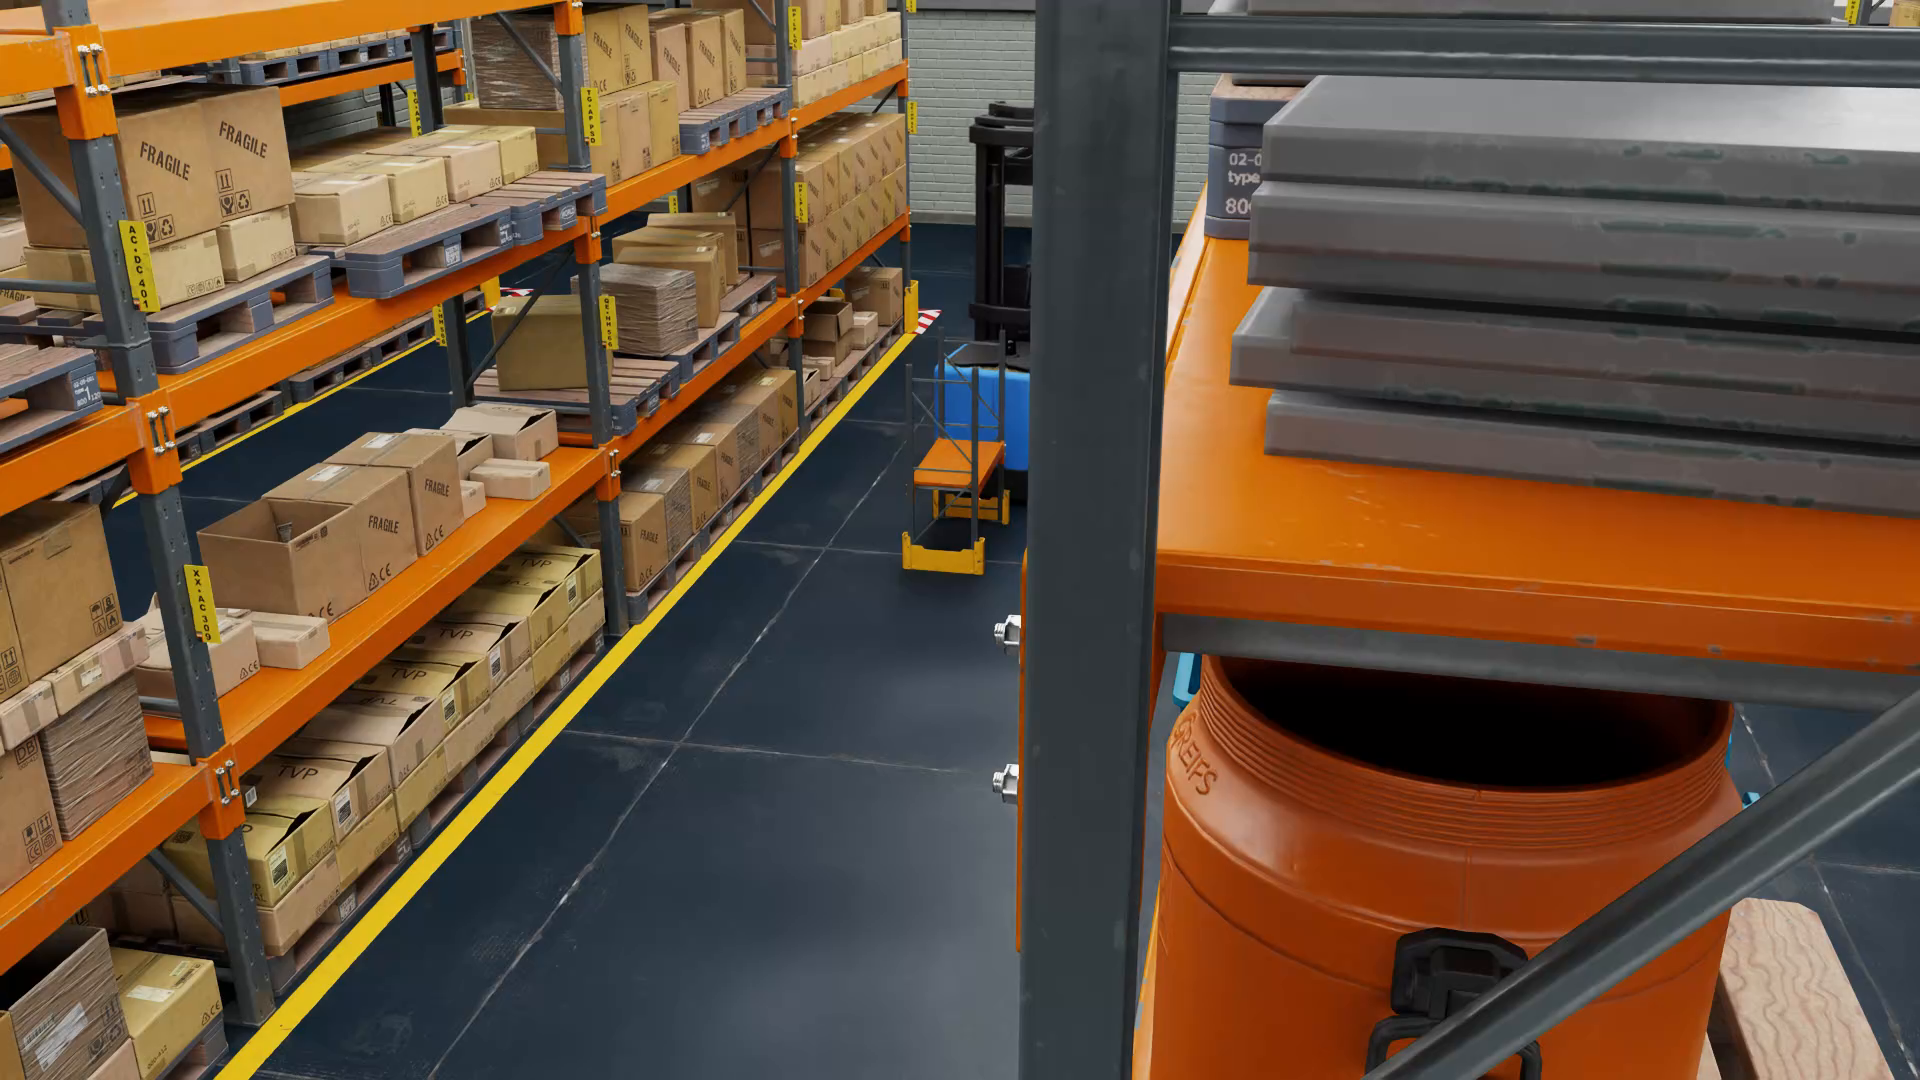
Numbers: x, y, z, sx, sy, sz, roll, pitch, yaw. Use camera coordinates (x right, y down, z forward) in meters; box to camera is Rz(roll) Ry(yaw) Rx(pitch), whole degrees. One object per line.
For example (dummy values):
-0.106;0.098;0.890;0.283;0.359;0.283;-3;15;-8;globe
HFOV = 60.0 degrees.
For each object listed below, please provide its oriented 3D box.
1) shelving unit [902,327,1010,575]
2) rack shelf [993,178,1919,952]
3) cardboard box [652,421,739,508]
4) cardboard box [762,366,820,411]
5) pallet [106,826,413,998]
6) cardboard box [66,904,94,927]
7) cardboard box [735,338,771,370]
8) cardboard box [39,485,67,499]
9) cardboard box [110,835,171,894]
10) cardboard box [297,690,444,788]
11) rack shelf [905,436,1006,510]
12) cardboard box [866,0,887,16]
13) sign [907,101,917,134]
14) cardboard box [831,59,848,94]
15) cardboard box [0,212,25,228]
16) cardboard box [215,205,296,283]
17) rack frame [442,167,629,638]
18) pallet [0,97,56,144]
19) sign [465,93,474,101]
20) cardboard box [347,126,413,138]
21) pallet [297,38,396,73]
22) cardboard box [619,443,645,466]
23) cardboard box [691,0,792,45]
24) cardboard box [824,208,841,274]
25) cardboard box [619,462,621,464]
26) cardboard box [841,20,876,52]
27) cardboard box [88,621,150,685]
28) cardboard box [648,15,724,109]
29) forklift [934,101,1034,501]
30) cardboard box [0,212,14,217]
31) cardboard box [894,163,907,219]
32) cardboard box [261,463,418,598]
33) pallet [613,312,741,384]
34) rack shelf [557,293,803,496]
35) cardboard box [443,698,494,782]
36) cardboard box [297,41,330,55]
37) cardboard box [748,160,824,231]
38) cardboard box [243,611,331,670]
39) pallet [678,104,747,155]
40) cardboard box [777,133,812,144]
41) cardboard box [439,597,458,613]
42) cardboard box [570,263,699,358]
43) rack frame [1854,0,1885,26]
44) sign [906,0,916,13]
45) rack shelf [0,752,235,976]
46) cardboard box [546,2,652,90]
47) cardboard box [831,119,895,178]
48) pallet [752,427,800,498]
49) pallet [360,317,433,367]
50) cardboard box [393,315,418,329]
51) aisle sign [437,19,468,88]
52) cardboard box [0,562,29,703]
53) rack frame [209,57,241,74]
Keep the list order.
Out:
-0.016;-0.668;12.004;0.587;1.500;1.083;4;22;11;shelving unit
0.958;-0.506;3.063;1.077;0.370;4.000;4;22;11;rack shelf
-1.984;-0.571;12.514;0.500;0.500;0.500;4;22;9;cardboard box
-1.553;-1.373;14.757;0.500;0.311;0.500;4;22;11;cardboard box
-3.370;1.668;7.929;1.003;0.211;1.213;4;22;11;pallet
-3.884;1.525;6.665;0.500;0.500;0.500;4;22;11;cardboard box
-2.012;-1.553;14.953;0.500;0.500;0.500;4;22;11;cardboard box
-7.238;-0.649;12.265;0.750;0.750;0.750;4;22;10;cardboard box
-3.681;1.297;7.485;0.500;0.311;0.500;4;22;11;cardboard box
-2.943;0.963;8.314;0.500;0.311;0.500;4;22;9;cardboard box
-0.017;-0.498;12.063;0.538;0.185;1.000;4;22;11;rack shelf
-1.123;-5.454;16.394;0.700;0.500;0.500;4;22;11;cardboard box
-0.495;-4.376;17.230;0.100;0.325;0.005;4;22;11;sign
-1.299;-4.125;14.766;0.500;0.250;0.500;4;22;11;cardboard box
-6.964;-2.260;12.387;0.500;0.250;0.500;5;22;11;cardboard box
-3.238;-1.295;7.178;0.500;0.250;0.500;2;22;6;cardboard box
-2.666;-0.816;10.364;1.000;3.000;0.127;4;22;11;rack frame
-7.212;-3.145;12.384;1.003;0.211;1.213;6;23;13;pallet
-5.356;-4.718;18.187;0.100;0.325;0.005;4;22;11;sign
-5.978;-4.070;18.042;0.980;0.700;0.700;5;23;13;cardboard box
-6.272;-4.749;16.233;1.003;0.211;1.213;4;22;11;pallet
-2.599;-0.410;12.113;0.500;0.500;0.500;4;22;9;cardboard box
-1.788;-4.361;13.680;0.700;0.500;0.500;4;22;11;cardboard box
-1.378;-2.678;14.855;0.500;0.500;0.500;5;22;12;cardboard box
-2.698;-0.589;11.555;0.500;0.250;0.500;5;23;13;cardboard box
-1.097;-4.723;15.581;0.500;0.250;0.500;4;22;11;cardboard box
-3.328;0.415;6.305;0.380;0.149;0.250;4;22;11;cardboard box
-2.139;-3.533;12.266;0.600;0.600;0.600;4;22;10;cardboard box
0.745;-2.166;13.808;1.130;2.935;3.031;7;23;18;forklift
-7.461;-2.296;12.476;0.500;0.250;0.500;4;22;10;cardboard box
-0.859;-3.604;17.152;0.500;0.500;0.500;5;23;13;cardboard box
-3.100;-0.055;8.341;0.500;0.500;0.500;4;22;11;cardboard box
-2.274;-1.439;12.167;1.003;0.211;1.213;4;22;11;pallet
-2.258;-1.214;12.315;1.077;0.370;4.000;4;22;11;rack shelf
-2.844;1.037;8.883;0.500;0.250;0.500;5;22;12;cardboard box
-6.183;-4.636;15.339;0.500;0.250;0.500;4;22;10;cardboard box
-1.479;-2.940;14.166;0.500;0.500;0.500;5;22;12;cardboard box
-3.102;0.455;7.545;0.380;0.149;0.250;4;22;11;cardboard box
-2.261;-2.970;11.950;1.213;0.211;1.003;4;22;11;pallet
-1.692;-3.550;15.680;0.500;0.500;0.500;4;22;10;cardboard box
-3.160;0.366;9.796;0.500;0.311;0.500;4;22;10;cardboard box
-2.275;-1.616;11.655;0.700;0.500;0.500;9;24;21;cardboard box
8.663;-5.768;14.630;1.000;3.000;0.127;4;22;11;rack frame
-0.495;-5.494;16.780;0.100;0.325;0.005;4;22;11;sign
-3.891;1.712;5.050;1.077;0.370;4.000;4;22;11;rack shelf
-2.363;-3.250;10.920;0.500;0.500;0.500;4;22;11;cardboard box
-0.958;-3.883;16.508;0.500;0.500;0.500;5;22;12;cardboard box
-1.979;-0.685;13.772;1.003;0.211;1.213;4;22;11;pallet
-6.222;-2.081;17.239;1.003;0.211;1.213;4;22;11;pallet
-6.133;-2.523;17.386;0.700;0.500;0.500;4;22;9;cardboard box
-5.576;-5.327;18.086;0.394;0.787;0.004;4;22;11;aisle sign
-3.669;0.346;5.608;0.700;0.500;0.500;4;22;11;cardboard box
-6.700;-5.438;13.810;1.000;3.000;0.127;4;22;11;rack frame
